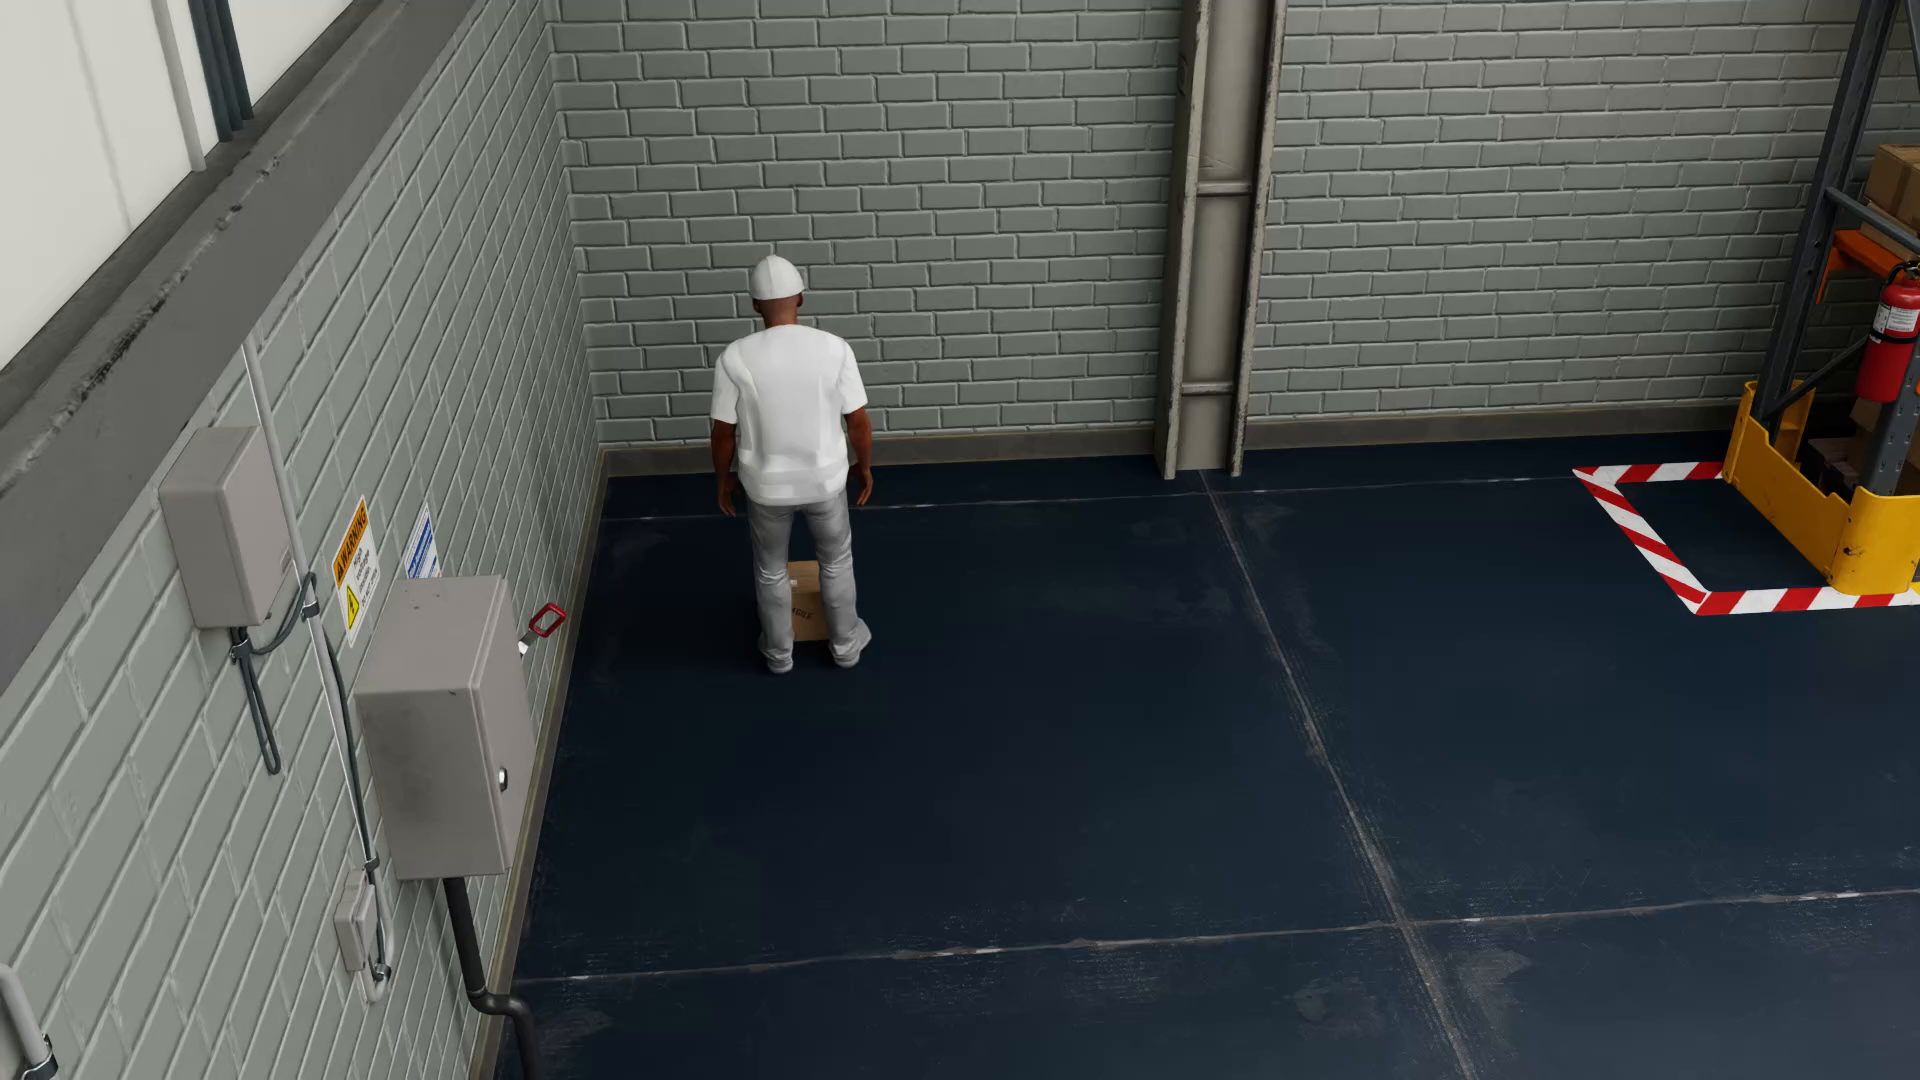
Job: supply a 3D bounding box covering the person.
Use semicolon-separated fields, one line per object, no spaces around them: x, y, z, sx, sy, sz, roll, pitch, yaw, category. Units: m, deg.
-0.655;-0.265;6.559;0.625;1.759;0.463;-4;31;-7;person
